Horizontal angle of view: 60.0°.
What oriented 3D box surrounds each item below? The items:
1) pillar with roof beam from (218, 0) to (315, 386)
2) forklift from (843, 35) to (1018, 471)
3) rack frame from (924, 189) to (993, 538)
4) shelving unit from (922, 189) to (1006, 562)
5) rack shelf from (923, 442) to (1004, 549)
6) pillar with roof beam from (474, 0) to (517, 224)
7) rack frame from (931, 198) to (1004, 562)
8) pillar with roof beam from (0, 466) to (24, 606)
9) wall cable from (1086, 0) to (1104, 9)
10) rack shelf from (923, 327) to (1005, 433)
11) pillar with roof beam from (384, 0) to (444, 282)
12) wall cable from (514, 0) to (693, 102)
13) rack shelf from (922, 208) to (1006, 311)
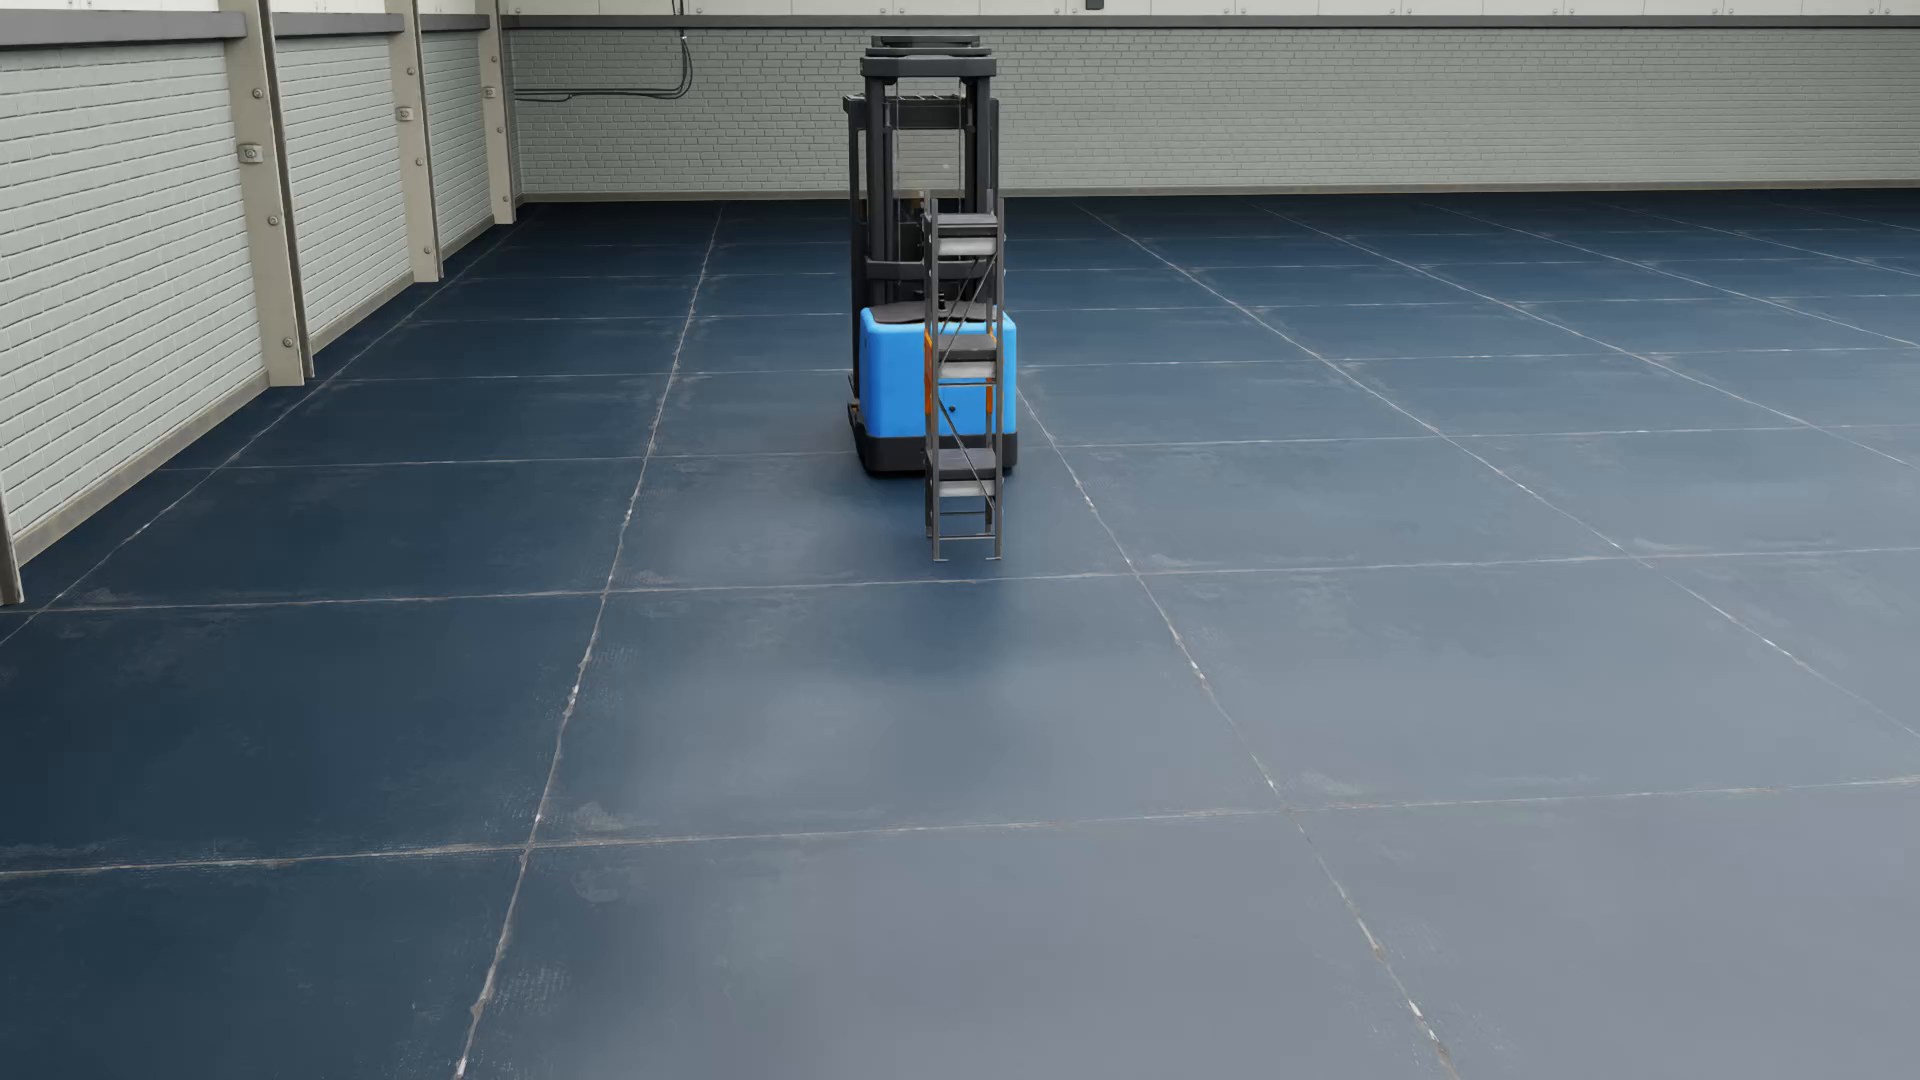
[{"bbox_3d":[-1.603,-5.821,13.696,9.100,9.000,0.400,-2,18,-6],"label":"pillar with roof beam"},{"bbox_3d":[-0.293,-2.267,12.504,1.130,2.935,3.031,-2,18,-7],"label":"forklift"},{"bbox_3d":[-0.008,-1.025,9.937,0.400,2.100,0.015,-2,18,-6],"label":"rack frame"},{"bbox_3d":[0.017,-0.952,9.705,0.431,2.100,0.503,-2,18,-6],"label":"shelving unit"},{"bbox_3d":[0.017,-0.272,9.919,0.431,0.518,0.480,-2,18,-6],"label":"rack shelf"},{"bbox_3d":[-2.841,-9.396,25.084,9.100,9.000,0.400,-2,18,-6],"label":"pillar with roof beam"},{"bbox_3d":[0.042,-0.880,9.474,0.400,2.100,0.015,-2,18,-6],"label":"rack frame"},{"bbox_3d":[-0.984,-4.034,8.002,9.100,9.000,0.400,-2,18,-6],"label":"pillar with roof beam"},{"bbox_3d":[3.333,-12.093,27.996,2.305,6.003,0.169,-2,18,-6],"label":"wall cable"},{"bbox_3d":[0.017,-0.939,9.710,0.431,0.518,0.480,-2,18,-6],"label":"rack shelf"},{"bbox_3d":[-2.222,-7.609,19.390,9.100,9.000,0.400,-2,18,-6],"label":"pillar with roof beam"},{"bbox_3d":[-6.112,-8.701,28.051,3.097,2.526,0.112,-2,18,-6],"label":"wall cable"},{"bbox_3d":[0.017,-1.607,9.500,0.431,0.518,0.480,-2,18,-6],"label":"rack shelf"}]
